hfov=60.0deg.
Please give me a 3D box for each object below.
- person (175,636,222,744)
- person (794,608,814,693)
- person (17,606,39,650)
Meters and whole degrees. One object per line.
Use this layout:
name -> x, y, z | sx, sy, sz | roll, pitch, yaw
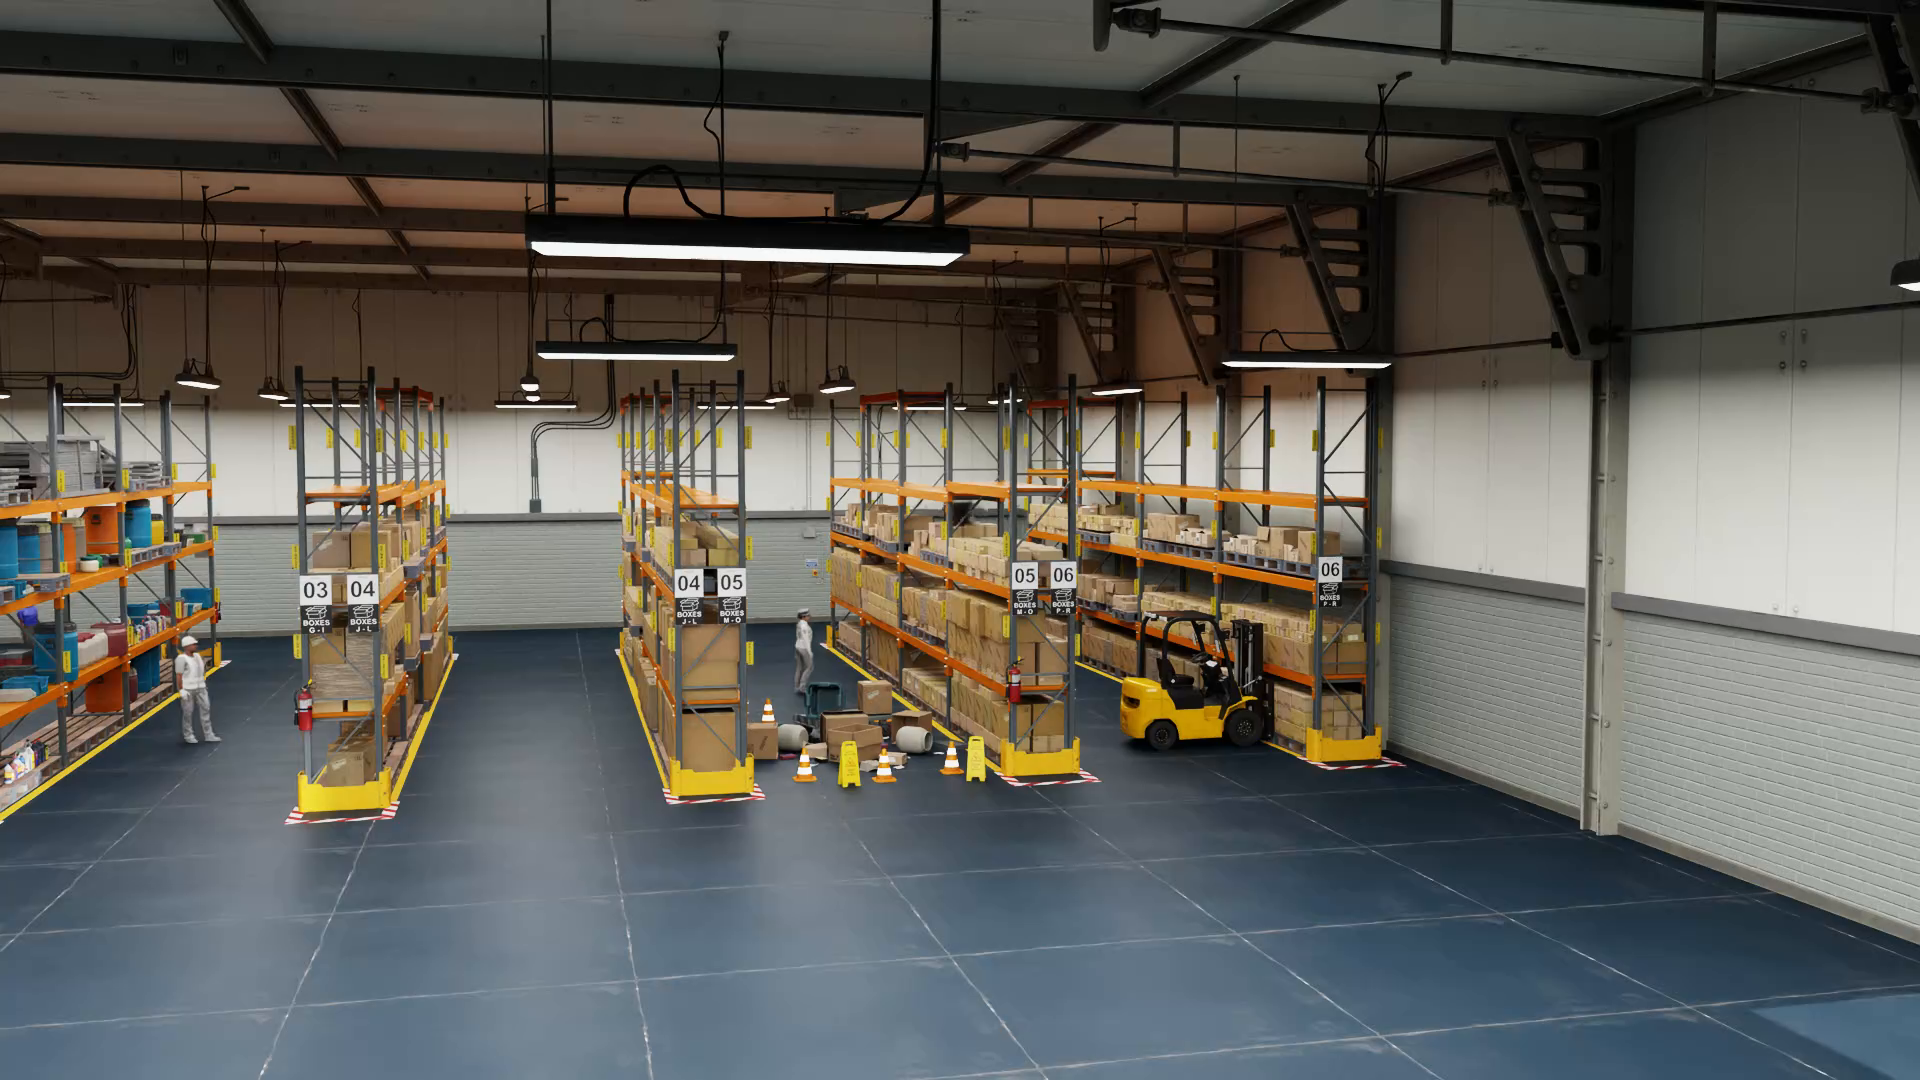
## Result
person -> -12.631, 2.477, 27.510 | 0.618, 1.783, 0.623 | 2, 4, 30
person -> -3.078, 2.195, 32.864 | 0.355, 1.678, 0.535 | -1, 4, -21
person -> -20.186, 2.026, 36.176 | 0.557, 1.679, 0.510 | -3, 5, -45
